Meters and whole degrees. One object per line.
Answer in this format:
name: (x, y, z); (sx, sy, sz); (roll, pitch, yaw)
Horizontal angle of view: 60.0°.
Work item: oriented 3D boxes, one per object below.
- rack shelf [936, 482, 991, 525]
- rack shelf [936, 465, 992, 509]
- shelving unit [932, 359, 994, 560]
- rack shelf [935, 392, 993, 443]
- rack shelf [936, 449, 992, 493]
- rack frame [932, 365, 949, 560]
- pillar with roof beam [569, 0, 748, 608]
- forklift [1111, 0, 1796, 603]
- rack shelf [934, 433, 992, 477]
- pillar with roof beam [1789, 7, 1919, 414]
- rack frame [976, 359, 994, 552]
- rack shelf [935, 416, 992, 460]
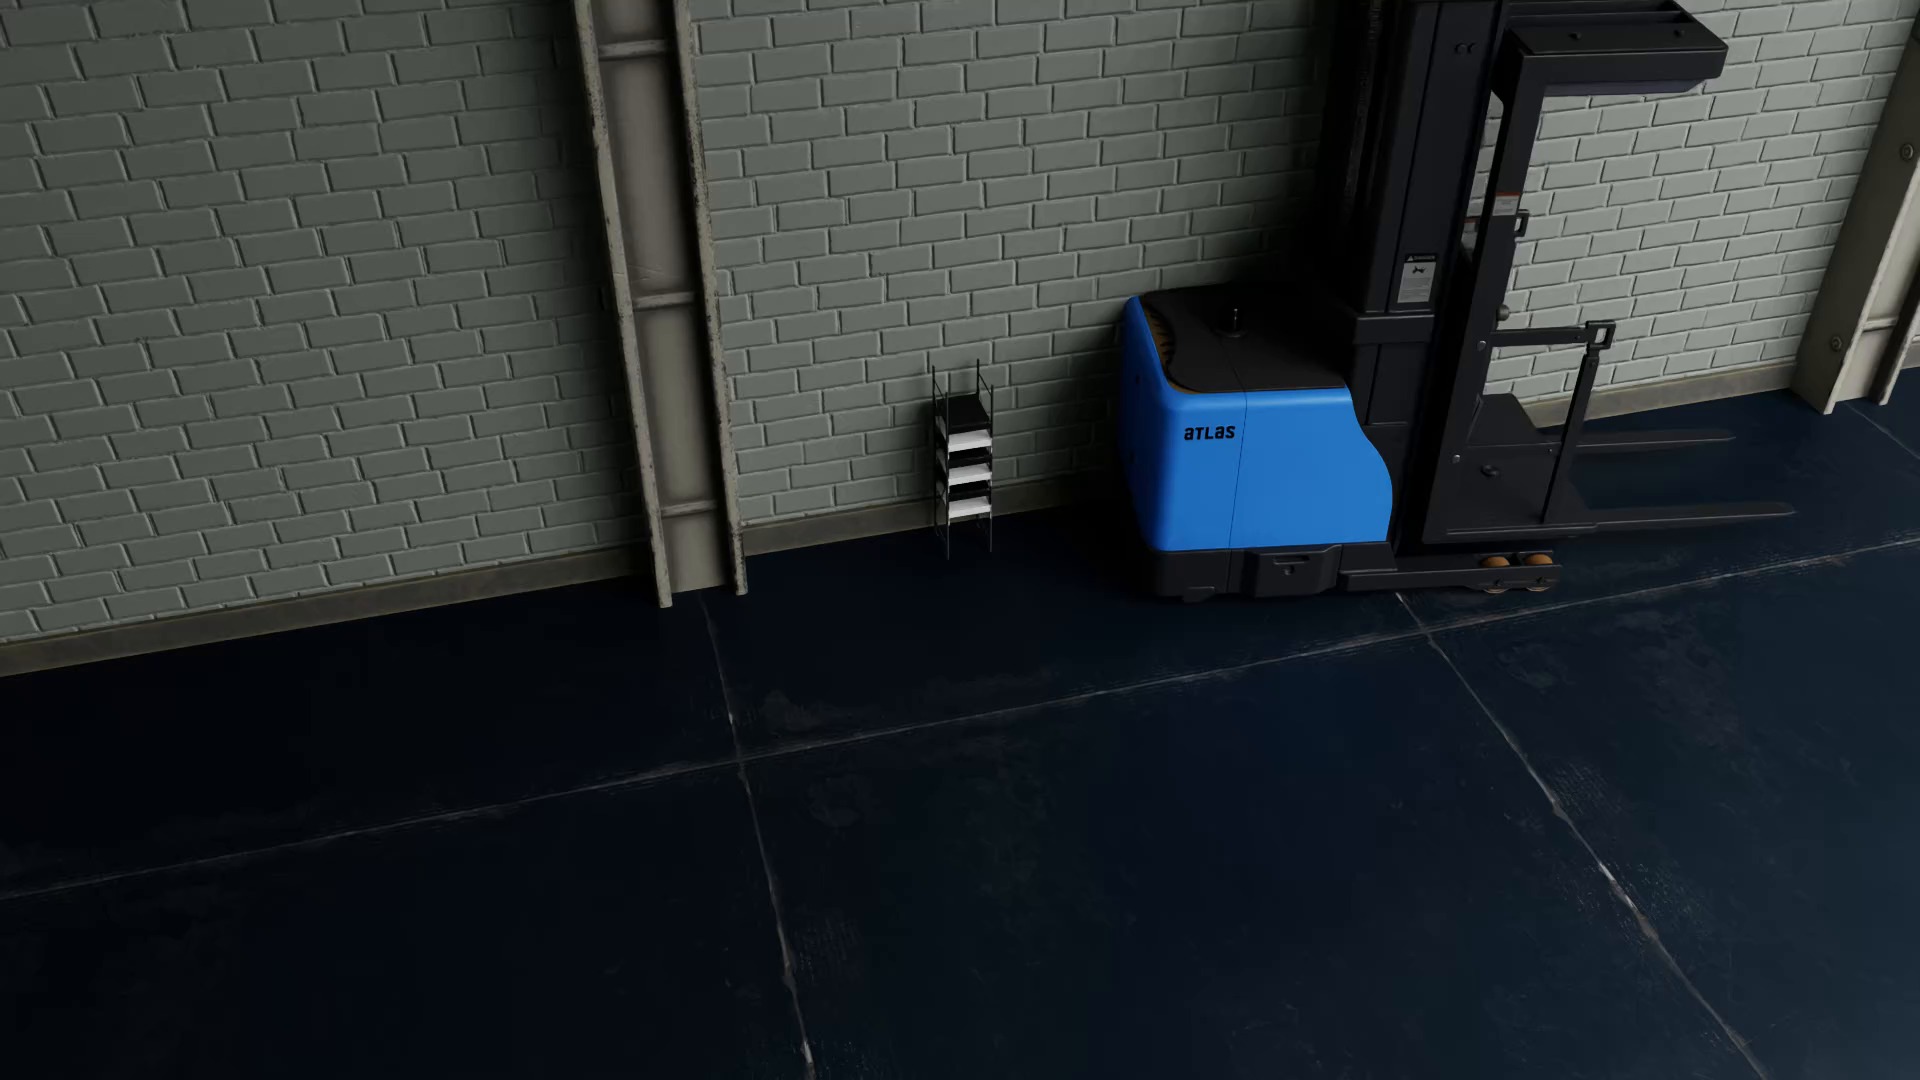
rack shelf: (0.012, -0.184, 7.601); (0.200, 0.077, 0.258); (-10, 38, -12)
rack shelf: (0.012, -0.256, 7.547); (0.200, 0.077, 0.258); (-10, 38, -12)
shelving unit: (0.012, -0.354, 7.472); (0.210, 0.900, 0.258); (-10, 38, -12)
rack shelf: (0.012, -0.542, 7.328); (0.200, 0.077, 0.258); (-10, 38, -12)
rack shelf: (0.012, -0.327, 7.492); (0.200, 0.077, 0.258); (-10, 38, -12)
rack frame: (-0.086, -0.337, 7.450); (0.006, 0.900, 0.240); (-10, 38, -12)
pillar with roof beam: (-0.057, -0.869, 1.479); (0.400, 9.000, 9.100); (-9, 38, -12)
forklift: (2.263, -1.244, 6.963); (3.031, 2.935, 1.130); (-3, 38, -4)
rack shelf: (0.012, -0.399, 7.437); (0.200, 0.077, 0.258); (-10, 38, -12)
pillar with roof beam: (5.736, -1.819, 2.722); (0.400, 9.000, 9.100); (-9, 38, -12)
rack frame: (0.109, -0.370, 7.494); (0.006, 0.900, 0.240); (-10, 38, -12)
rack shelf: (0.012, -0.470, 7.383); (0.200, 0.077, 0.258); (-10, 38, -12)
